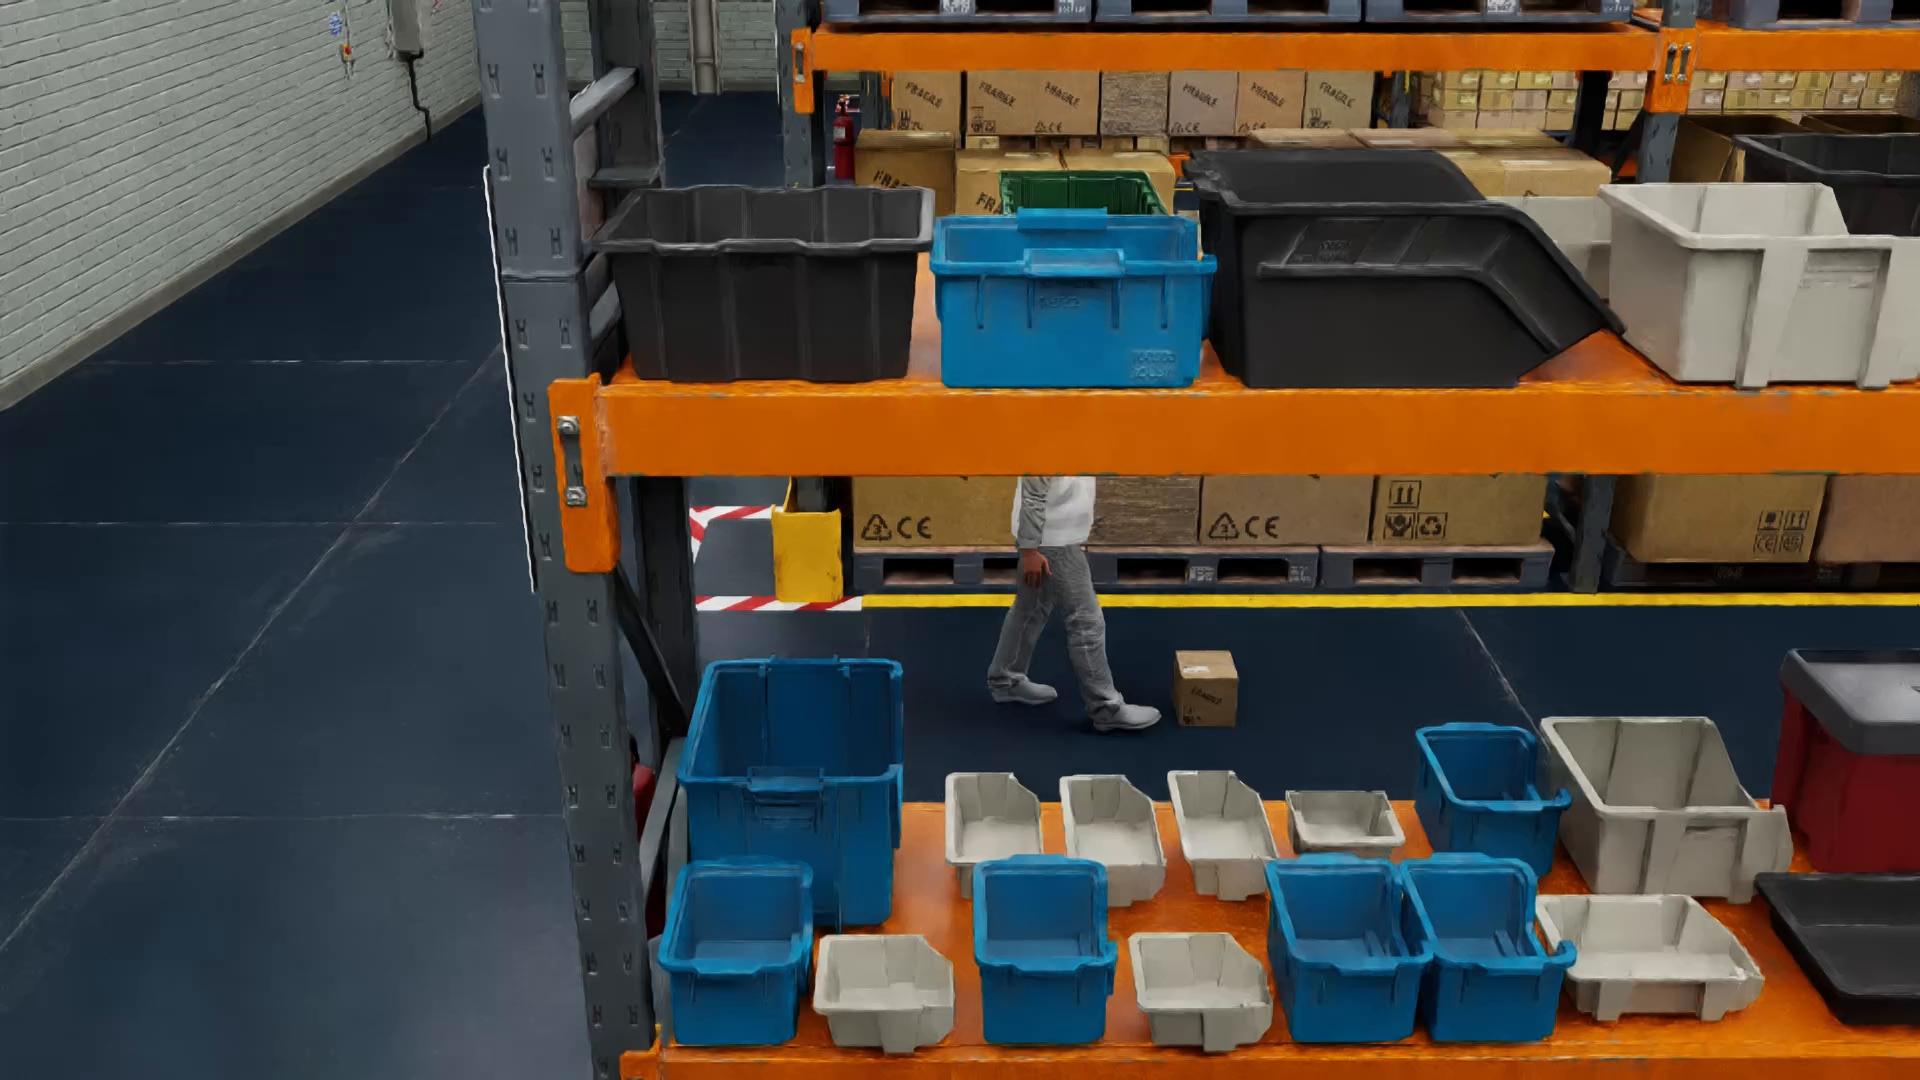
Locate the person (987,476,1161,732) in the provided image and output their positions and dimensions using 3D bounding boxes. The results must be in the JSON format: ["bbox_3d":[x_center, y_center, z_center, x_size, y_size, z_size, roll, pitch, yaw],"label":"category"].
[{"bbox_3d":[0.508,-0.043,7.154,0.782,1.756,0.536,2,24,5],"label":"person"}]
